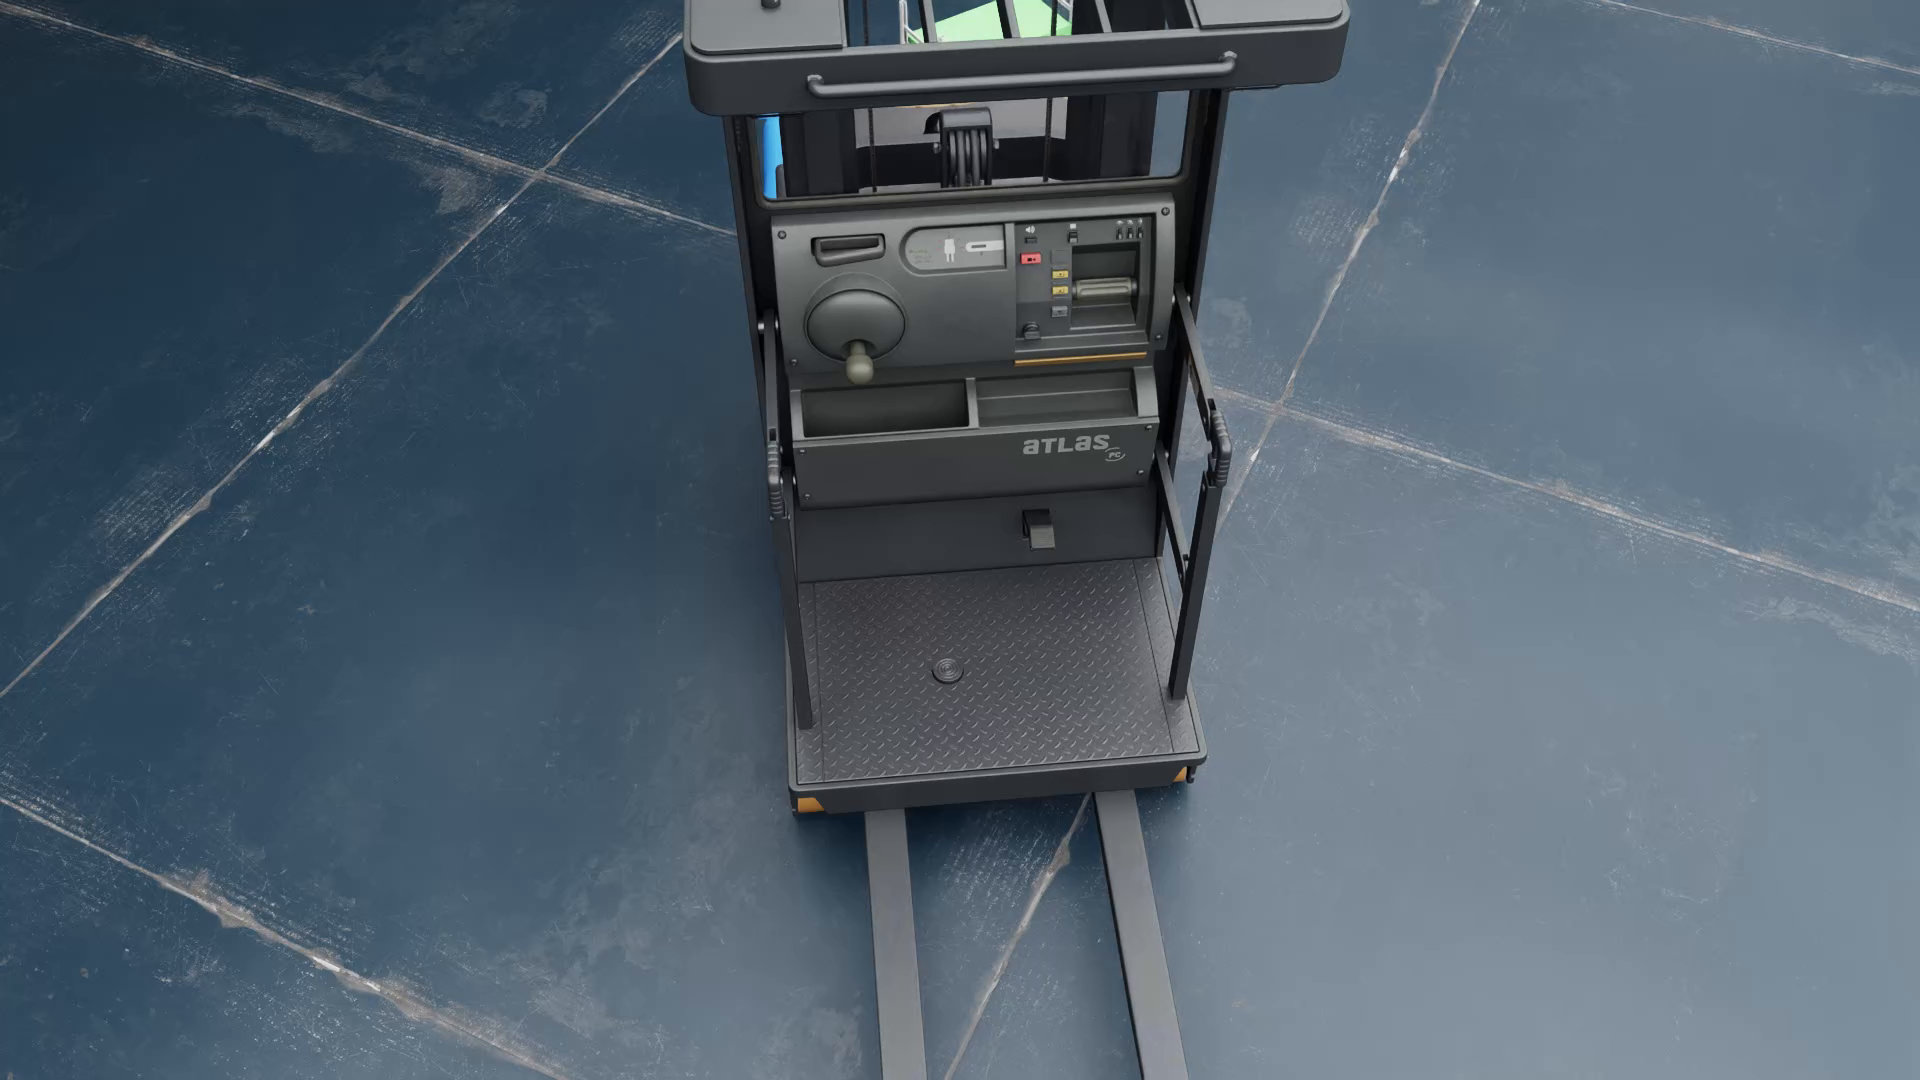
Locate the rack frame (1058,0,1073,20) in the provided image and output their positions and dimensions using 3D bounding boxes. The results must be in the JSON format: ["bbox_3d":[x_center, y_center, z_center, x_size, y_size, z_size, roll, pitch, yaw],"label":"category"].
[{"bbox_3d":[0.293,-1.389,5.644,0.015,1.200,0.240,-27,55,-21],"label":"rack frame"}]

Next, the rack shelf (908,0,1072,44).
[{"bbox_3d":[0.090,-1.556,5.240,0.480,0.148,0.258,-27,55,-21],"label":"rack shelf"}]

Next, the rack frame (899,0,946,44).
[{"bbox_3d":[-0.114,-1.184,5.470,0.015,1.200,0.240,-27,55,-21],"label":"rack frame"}]

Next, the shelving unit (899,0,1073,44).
[{"bbox_3d":[0.090,-1.287,5.557,0.503,1.200,0.258,-27,55,-21],"label":"shelving unit"}]

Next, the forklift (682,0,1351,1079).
[{"bbox_3d":[0.059,-0.478,3.732,1.130,2.935,3.031,-4,50,-4],"label":"forklift"}]
